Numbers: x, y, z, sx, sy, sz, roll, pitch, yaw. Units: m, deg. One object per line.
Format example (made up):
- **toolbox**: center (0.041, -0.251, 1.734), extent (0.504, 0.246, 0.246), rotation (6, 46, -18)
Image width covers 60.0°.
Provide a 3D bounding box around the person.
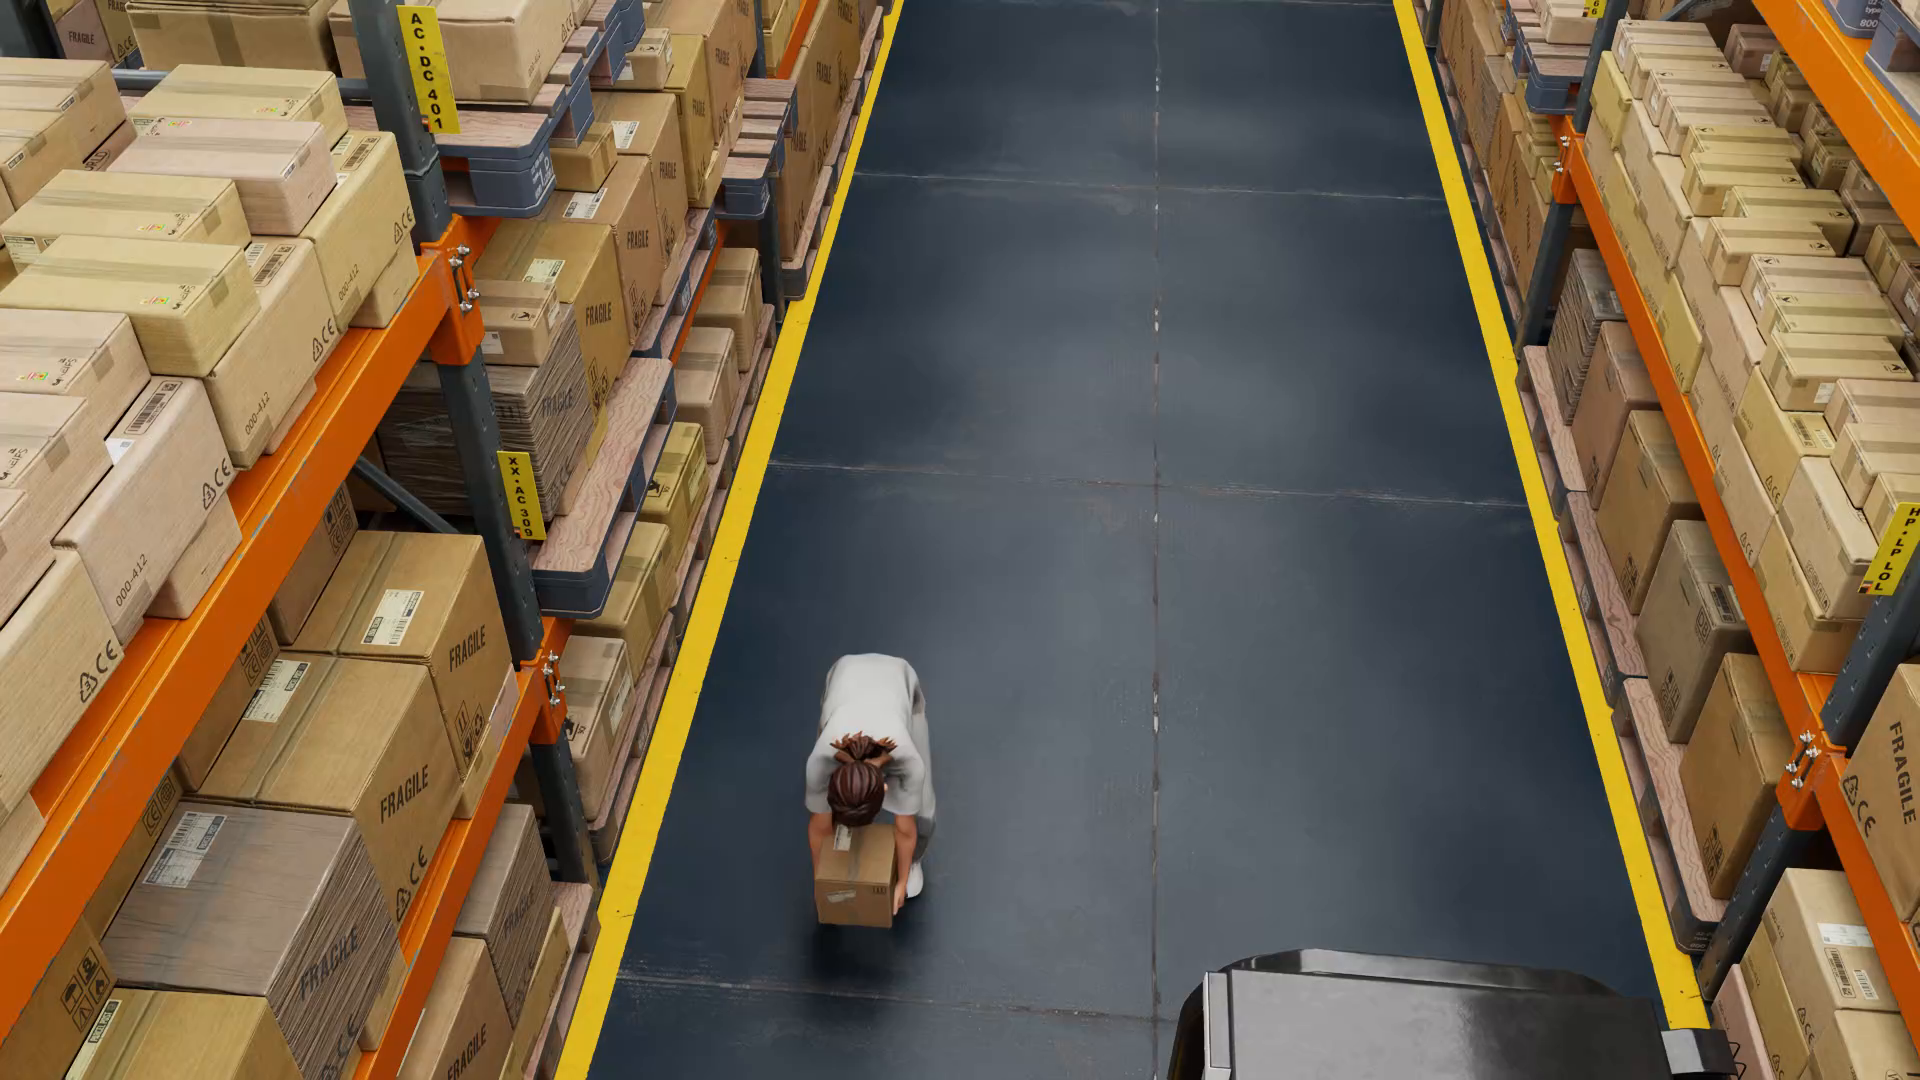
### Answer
- **person**: center (-0.311, 0.925, 5.792), extent (0.448, 1.113, 0.857), rotation (2, 40, 2)
